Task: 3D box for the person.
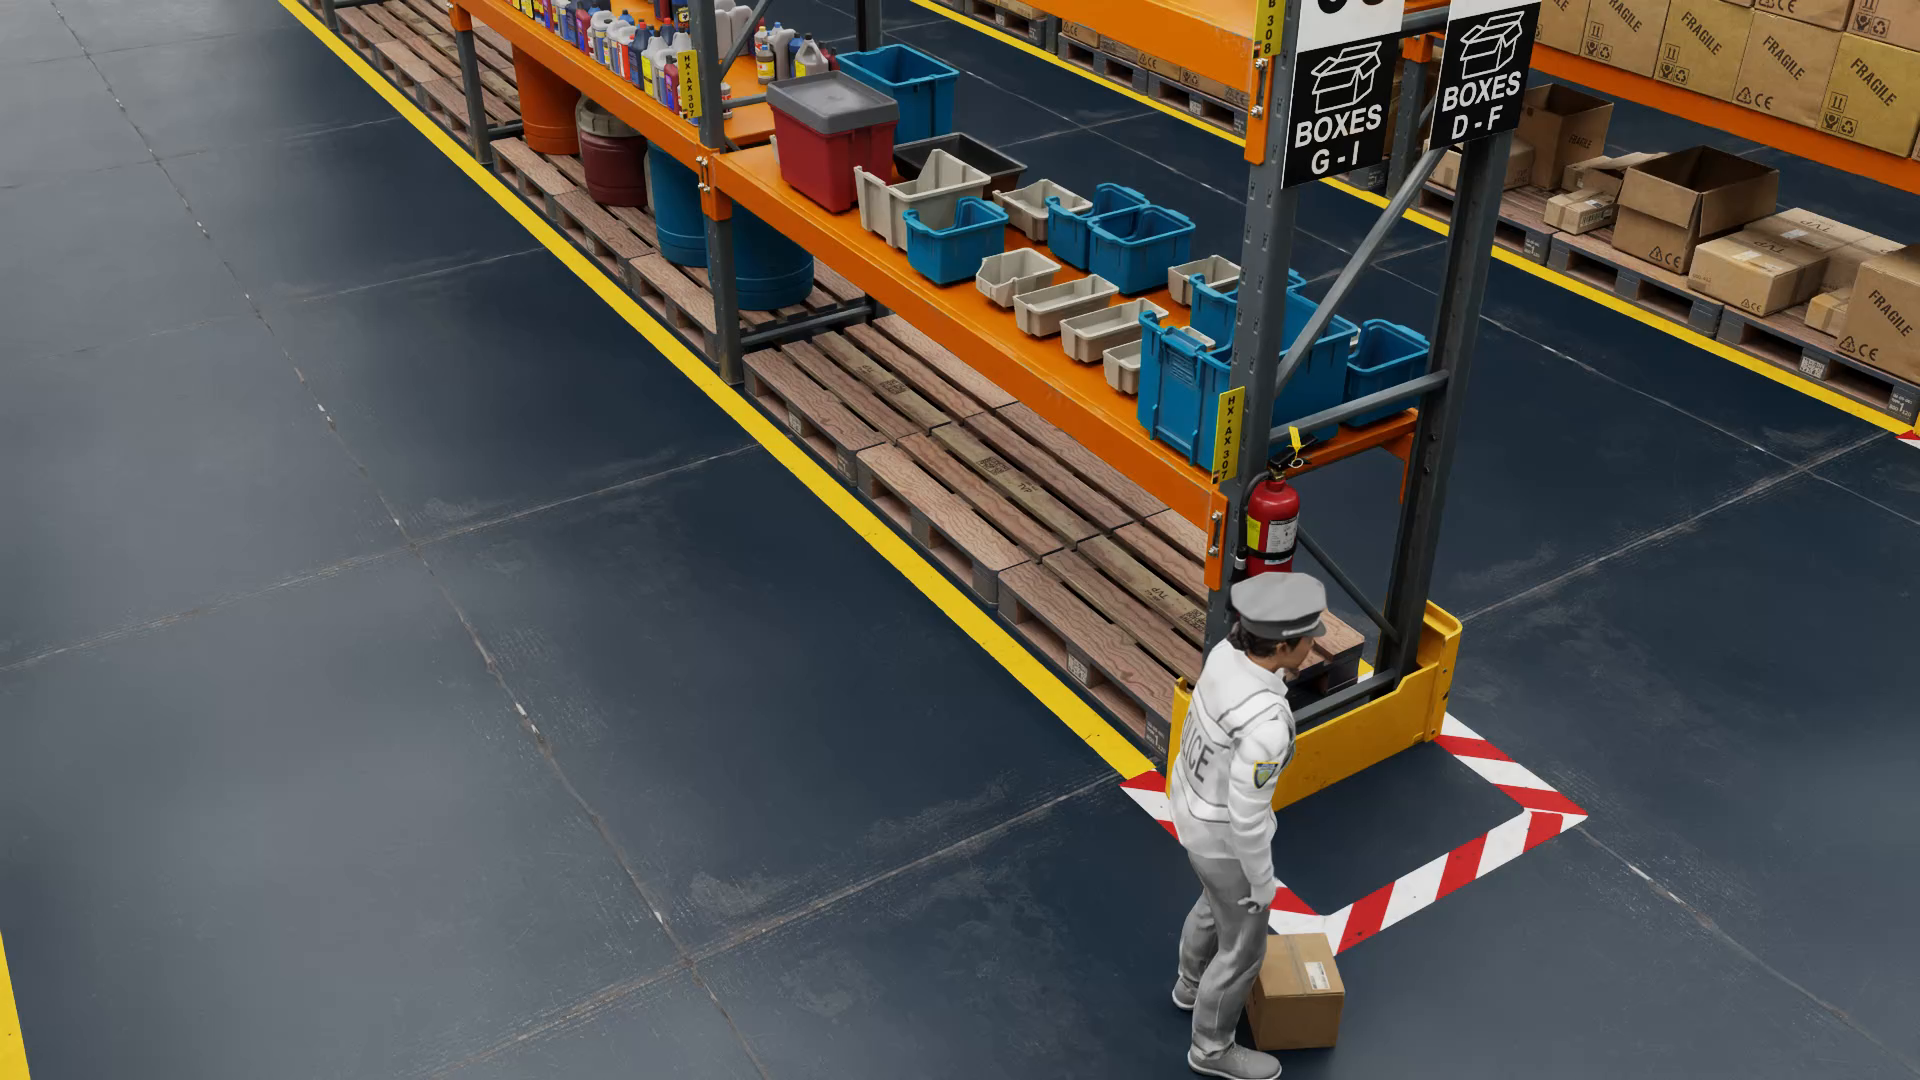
[{"bbox_3d":[0.801,0.837,4.838,0.374,1.661,0.526,-3,33,-4],"label":"person"}]
